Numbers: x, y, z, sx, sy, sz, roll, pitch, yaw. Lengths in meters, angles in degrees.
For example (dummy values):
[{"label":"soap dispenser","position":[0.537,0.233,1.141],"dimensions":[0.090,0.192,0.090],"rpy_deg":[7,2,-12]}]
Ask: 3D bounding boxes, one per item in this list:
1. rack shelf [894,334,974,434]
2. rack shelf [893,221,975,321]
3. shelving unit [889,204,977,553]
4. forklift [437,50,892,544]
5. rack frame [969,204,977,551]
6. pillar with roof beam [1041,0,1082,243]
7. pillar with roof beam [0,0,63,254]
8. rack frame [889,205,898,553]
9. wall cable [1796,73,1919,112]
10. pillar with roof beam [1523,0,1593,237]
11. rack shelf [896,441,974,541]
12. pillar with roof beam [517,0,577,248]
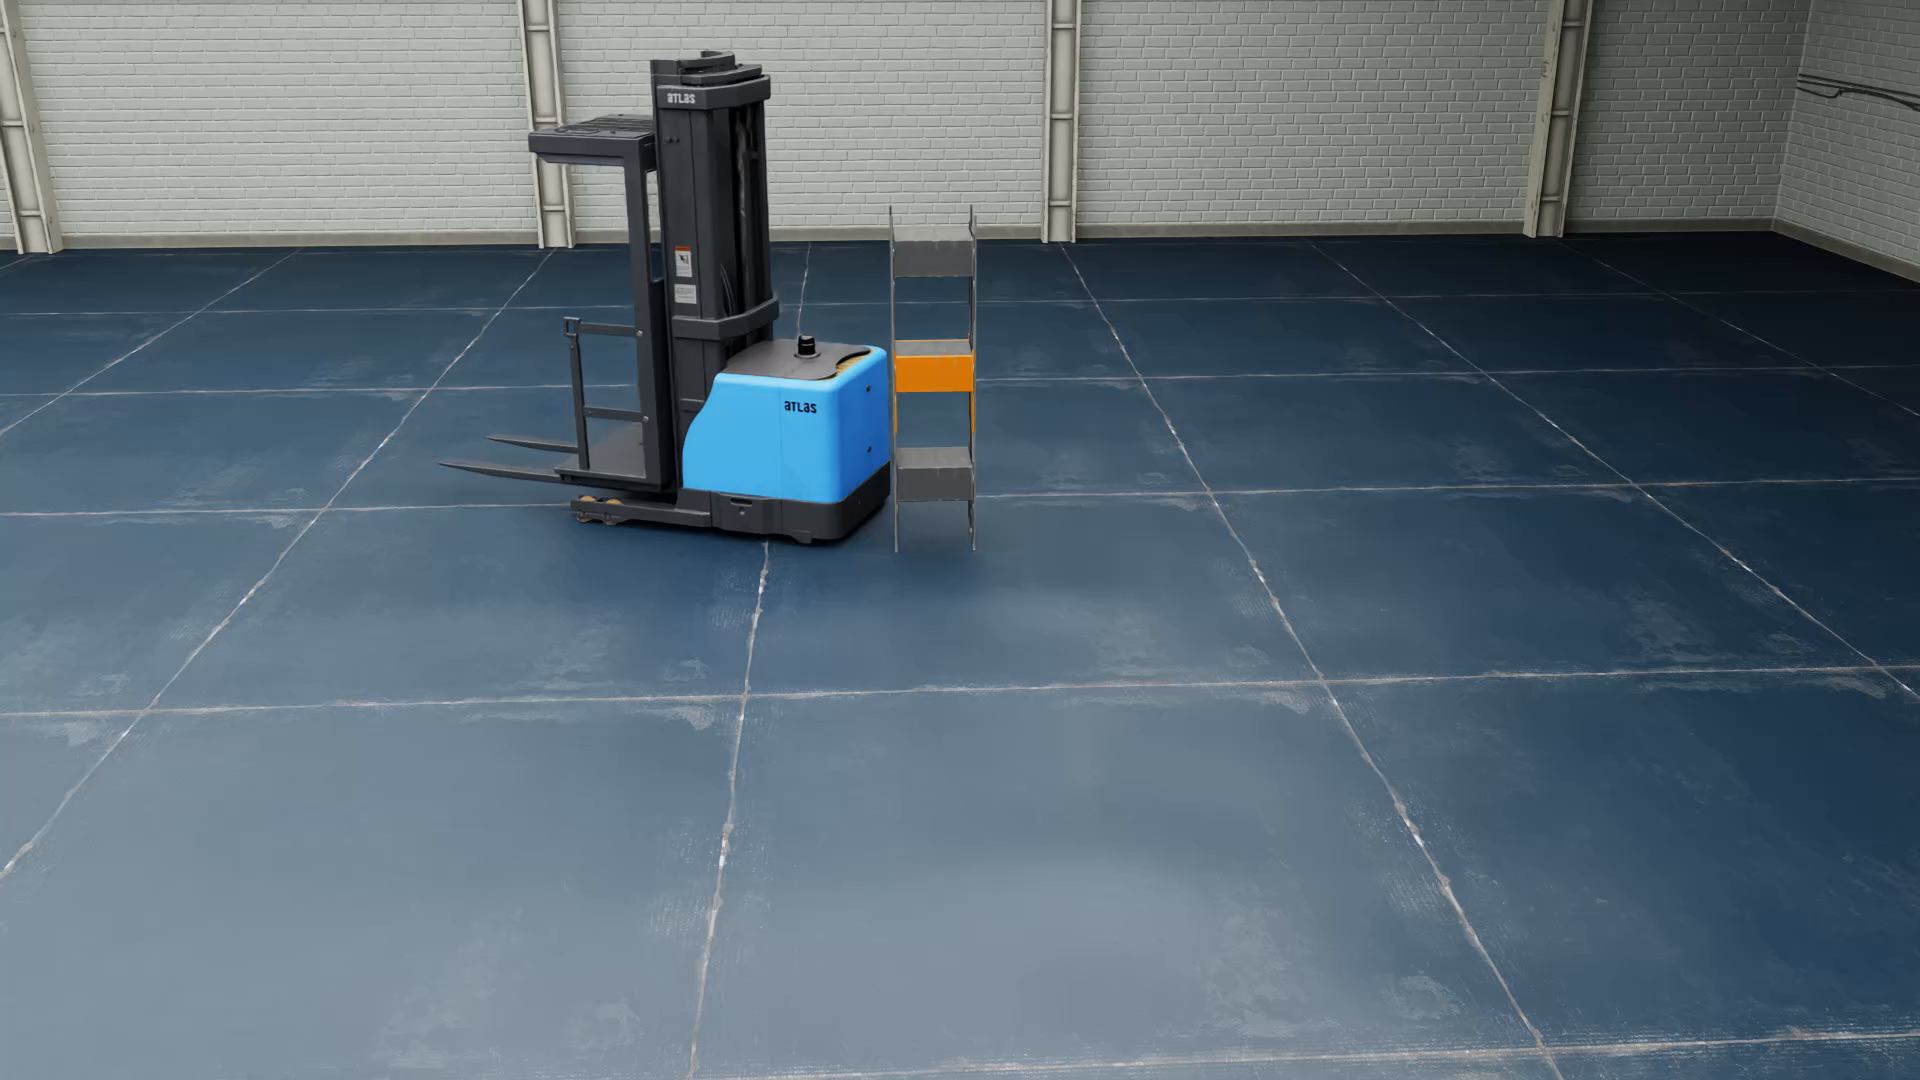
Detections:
[{"label":"rack shelf","position":[-0.165,-0.965,10.243],"dimensions":[0.480,0.518,0.431],"rpy_deg":[-1,21,-3]},{"label":"rack shelf","position":[-0.165,-1.619,9.994],"dimensions":[0.480,0.518,0.431],"rpy_deg":[-1,21,-3]},{"label":"shelving unit","position":[-0.165,-0.978,10.239],"dimensions":[0.503,2.100,0.431],"rpy_deg":[-1,21,-3]},{"label":"forklift","position":[-2.039,-1.637,10.801],"dimensions":[3.031,2.935,1.130],"rpy_deg":[7,22,17]},{"label":"rack frame","position":[0.078,-0.983,10.252],"dimensions":[0.015,2.100,0.400],"rpy_deg":[-1,21,-3]},{"label":"pillar with roof beam","position":[1.436,-6.315,14.561],"dimensions":[0.400,9.000,9.100],"rpy_deg":[-1,21,-3]},{"label":"pillar with roof beam","position":[-10.545,-6.071,13.920],"dimensions":[0.400,9.000,9.100],"rpy_deg":[-1,21,-3]},{"label":"rack frame","position":[-0.409,-0.973,10.226],"dimensions":[0.015,2.100,0.400],"rpy_deg":[-1,21,-3]},{"label":"wall cable","position":[10.197,-6.105,18.373],"dimensions":[0.112,2.526,3.097],"rpy_deg":[-1,21,-3]},{"label":"pillar with roof beam","position":[7.426,-6.437,14.881],"dimensions":[0.400,9.000,9.100],"rpy_deg":[-1,21,-3]},{"label":"rack shelf","position":[-0.165,-0.311,10.492],"dimensions":[0.480,0.518,0.431],"rpy_deg":[-1,21,-3]},{"label":"pillar with roof beam","position":[-4.555,-6.193,14.241],"dimensions":[0.400,9.000,9.100],"rpy_deg":[-1,21,-3]}]
